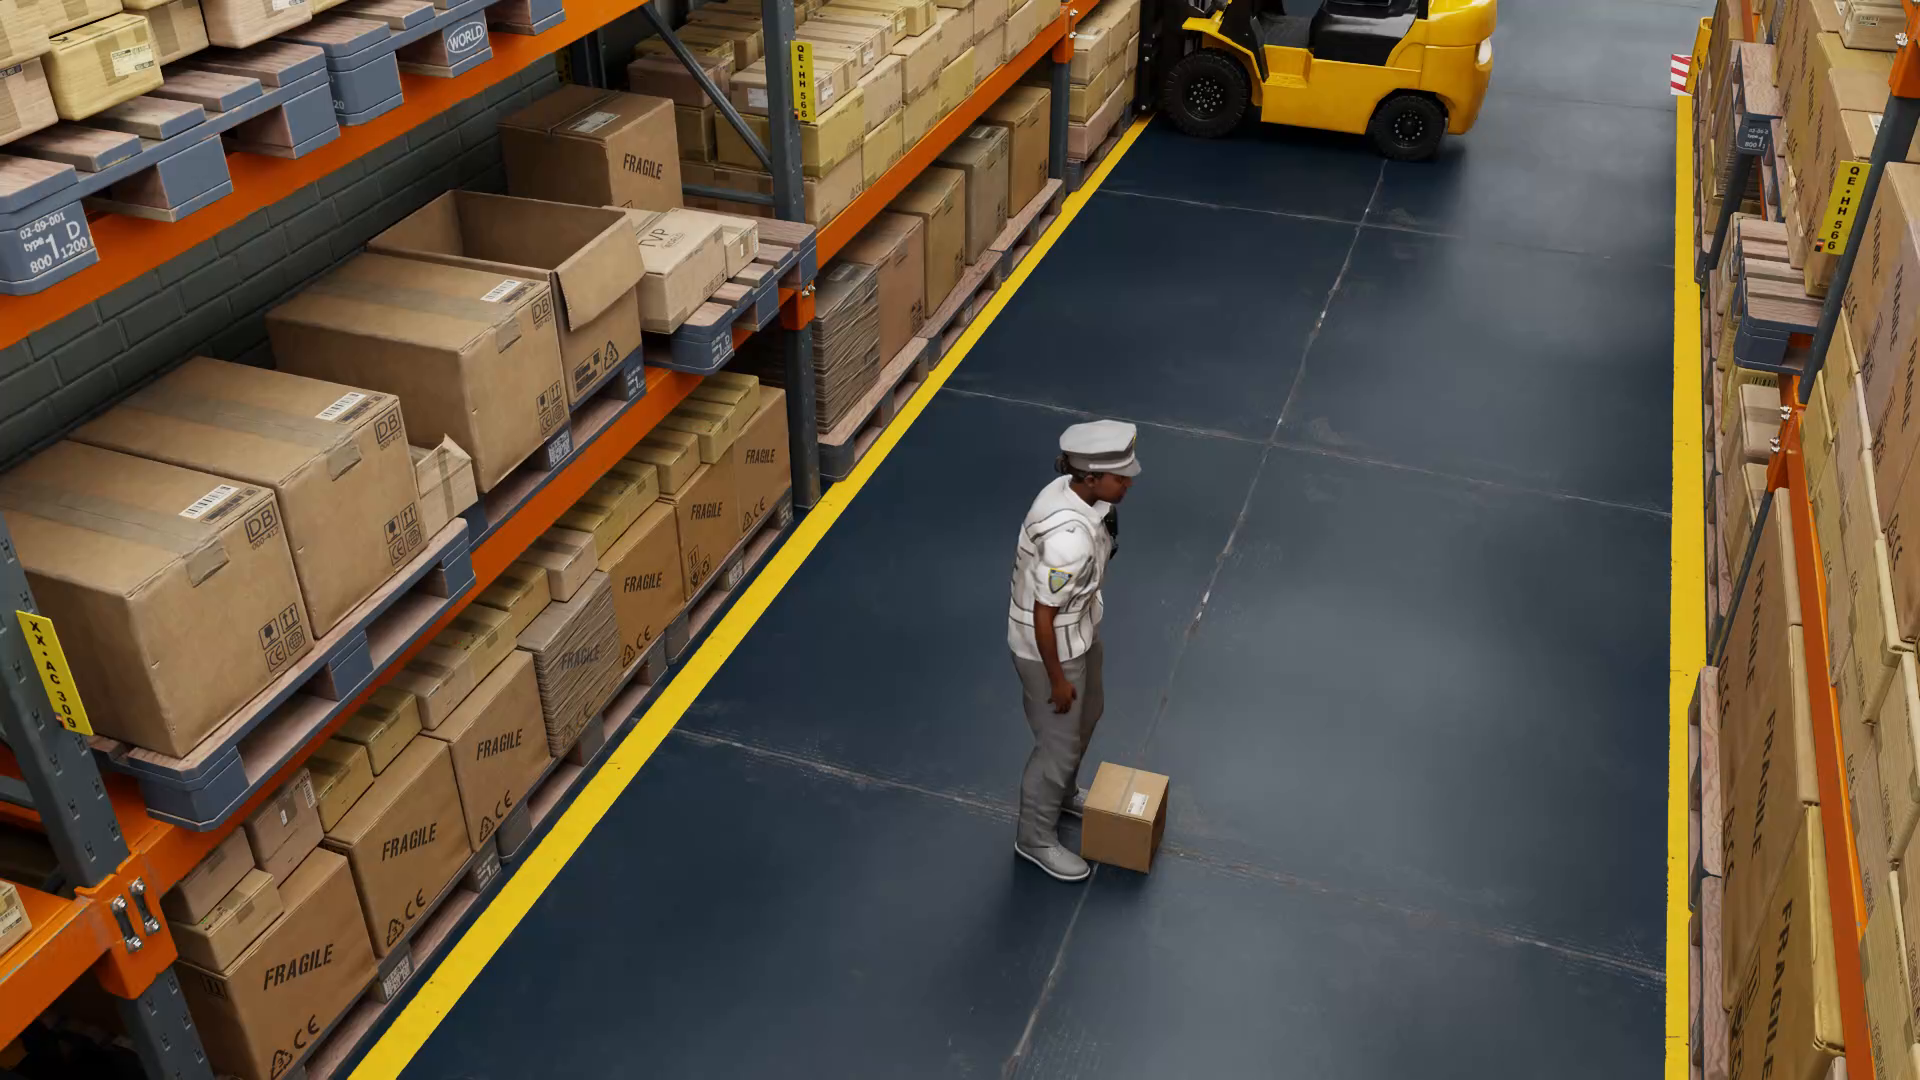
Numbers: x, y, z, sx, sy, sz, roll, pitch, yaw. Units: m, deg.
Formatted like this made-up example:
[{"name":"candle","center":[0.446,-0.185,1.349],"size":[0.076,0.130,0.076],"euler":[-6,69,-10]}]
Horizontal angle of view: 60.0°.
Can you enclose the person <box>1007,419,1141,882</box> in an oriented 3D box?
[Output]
[{"name":"person","center":[0.363,0.356,5.602],"size":[0.398,1.660,0.530],"euler":[10,35,14]}]
